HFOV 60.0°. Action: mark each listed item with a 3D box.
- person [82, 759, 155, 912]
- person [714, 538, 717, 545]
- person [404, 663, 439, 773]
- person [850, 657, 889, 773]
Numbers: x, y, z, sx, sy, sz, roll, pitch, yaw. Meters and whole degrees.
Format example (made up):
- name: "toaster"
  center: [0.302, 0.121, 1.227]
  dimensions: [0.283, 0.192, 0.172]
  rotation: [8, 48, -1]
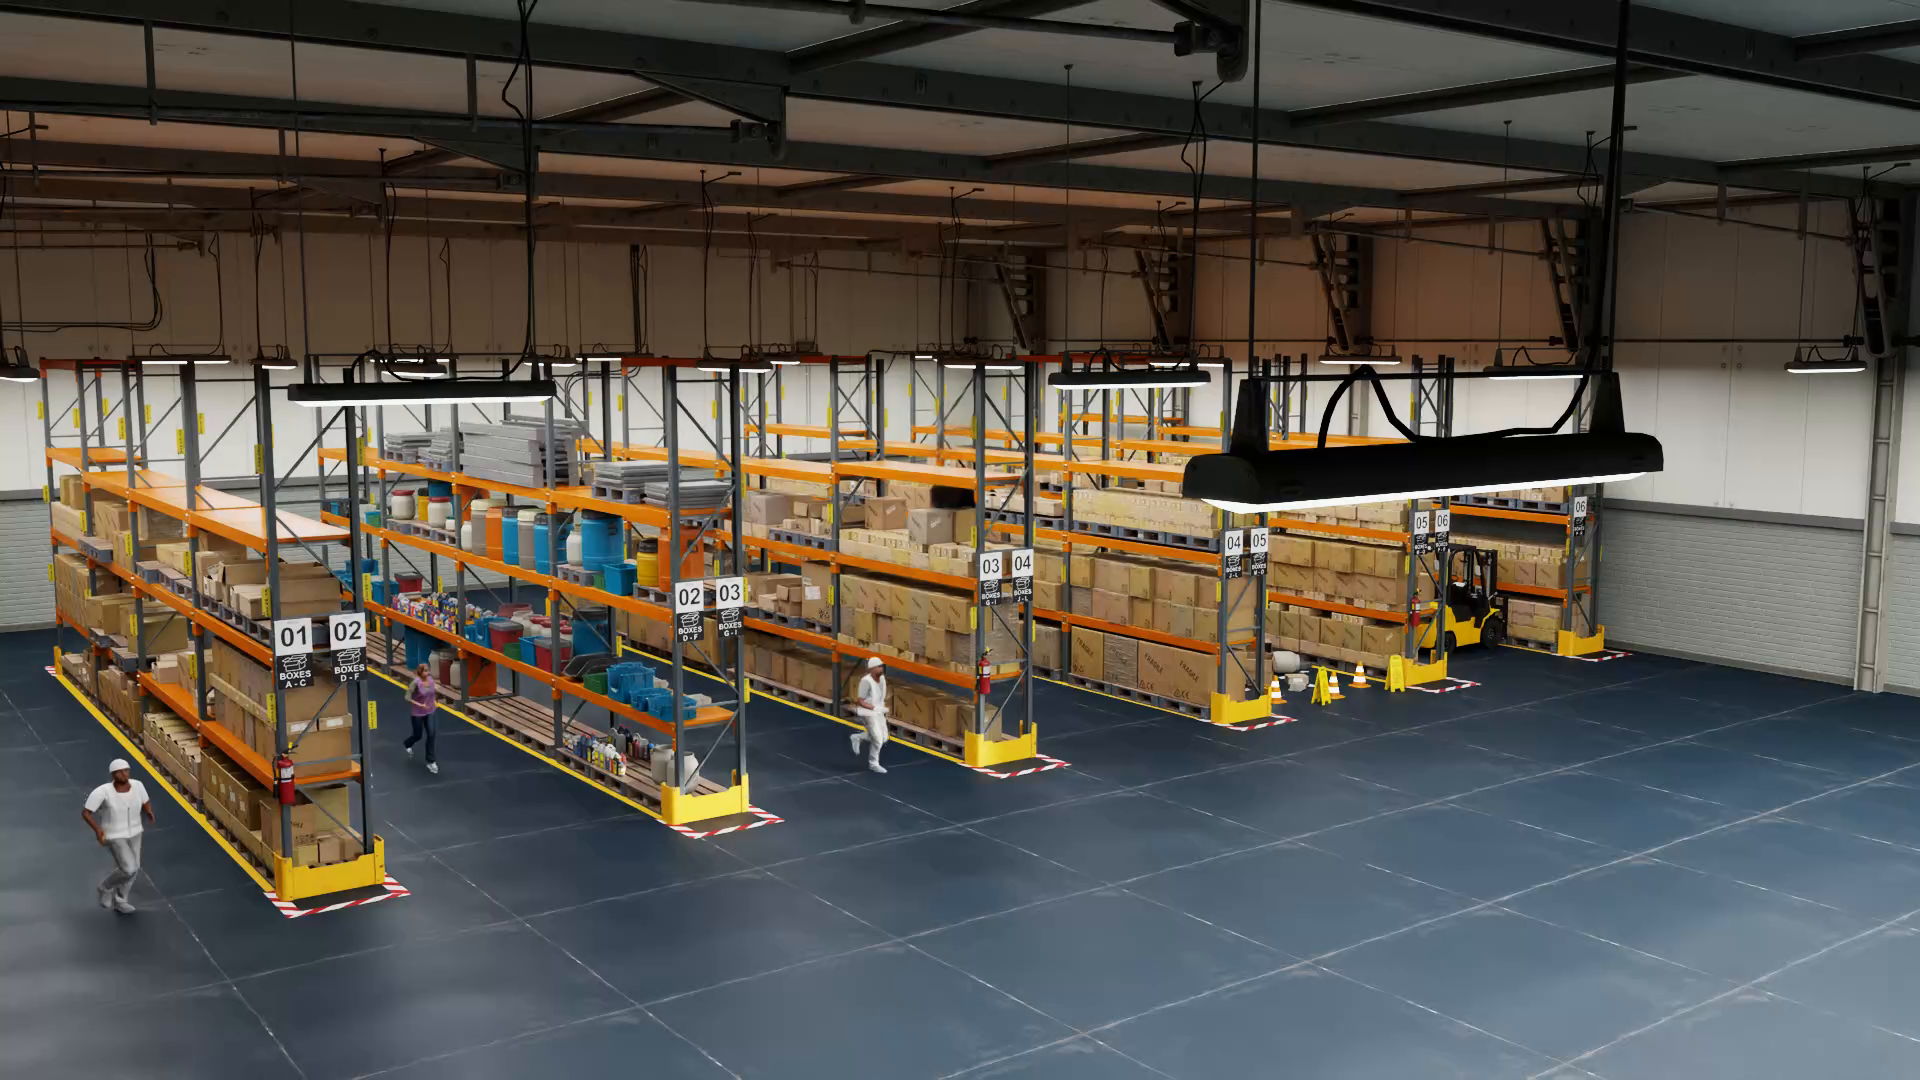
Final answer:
- name: "person"
  center: [-9.236, 3.269, 18.410]
  dimensions: [0.596, 1.729, 0.682]
  rotation: [4, 8, 31]
- name: "person"
  center: [-5.754, 0.795, 39.128]
  dimensions: [0.651, 1.709, 0.893]
  rotation: [-6, 9, -41]
- name: "person"
  center: [-7.985, 2.591, 24.644]
  dimensions: [0.921, 1.592, 0.564]
  rotation: [6, 9, 41]
- name: "person"
  center: [-1.312, 2.561, 24.464]
  dimensions: [0.709, 1.728, 0.725]
  rotation: [3, 8, 26]
